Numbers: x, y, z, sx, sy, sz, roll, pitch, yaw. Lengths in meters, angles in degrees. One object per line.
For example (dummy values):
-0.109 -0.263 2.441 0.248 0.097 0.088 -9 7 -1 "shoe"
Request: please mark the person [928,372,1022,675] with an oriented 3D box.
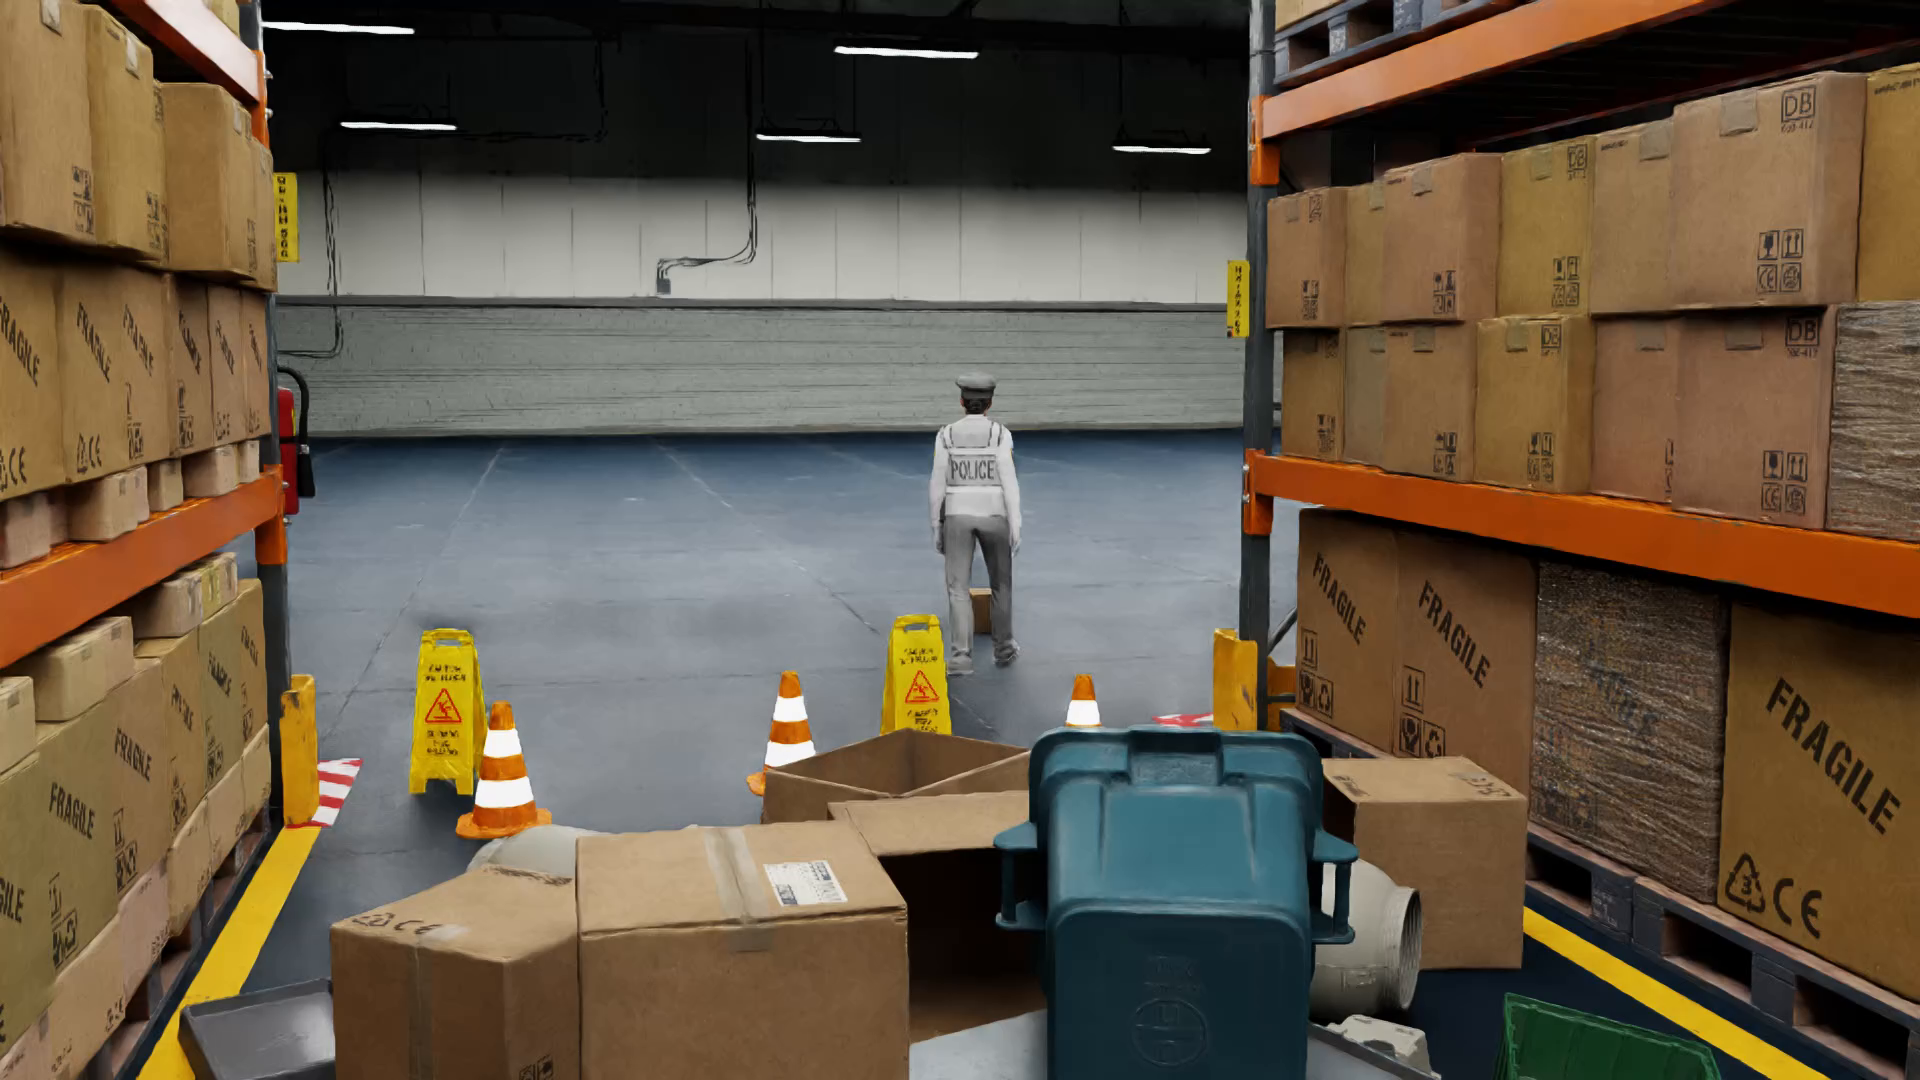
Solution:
0.084 -0.097 9.096 0.520 1.636 0.923 1 6 6 "person"
